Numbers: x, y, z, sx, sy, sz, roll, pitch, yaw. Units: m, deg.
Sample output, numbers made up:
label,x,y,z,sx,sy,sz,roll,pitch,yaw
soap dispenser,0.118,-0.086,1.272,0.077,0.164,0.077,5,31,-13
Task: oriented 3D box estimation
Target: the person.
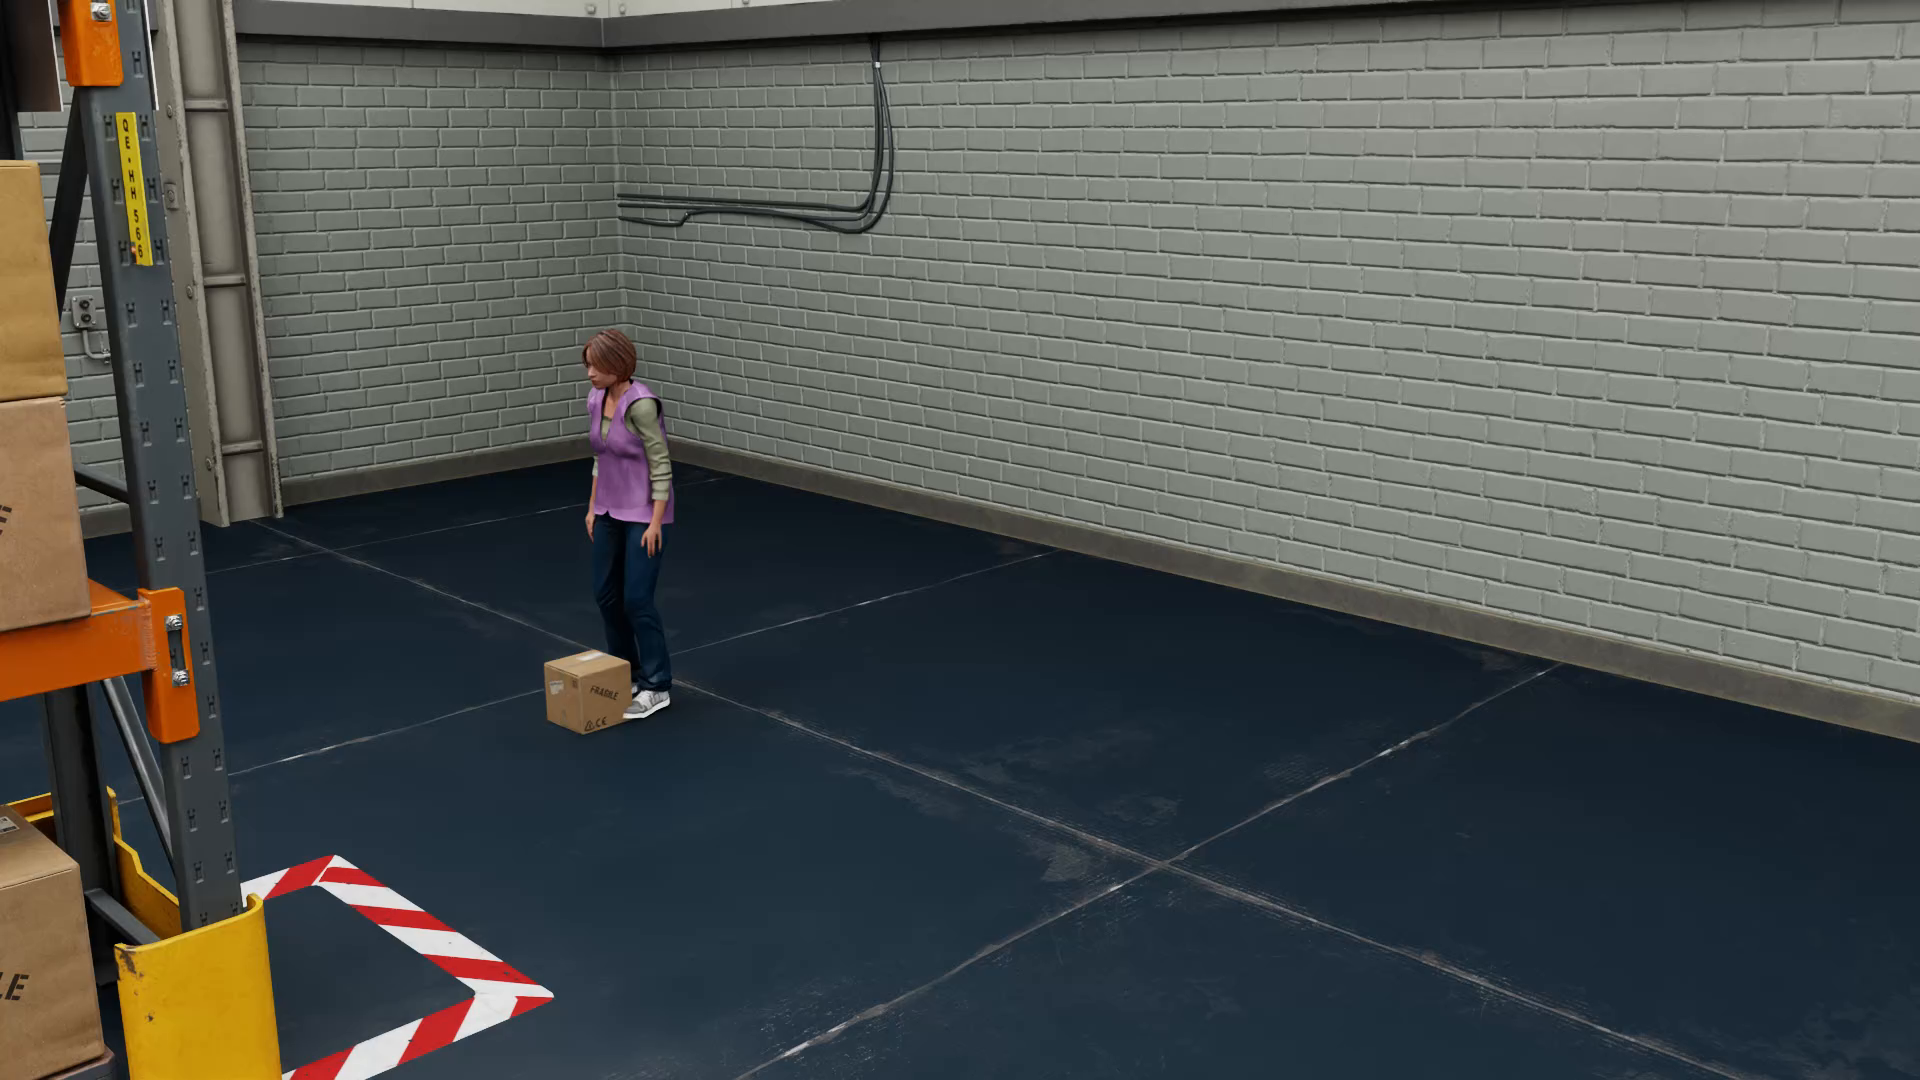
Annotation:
label,x,y,z,sx,sy,sz,roll,pitch,yaw
person,-1.363,-0.074,6.821,0.467,1.592,0.346,12,18,40
